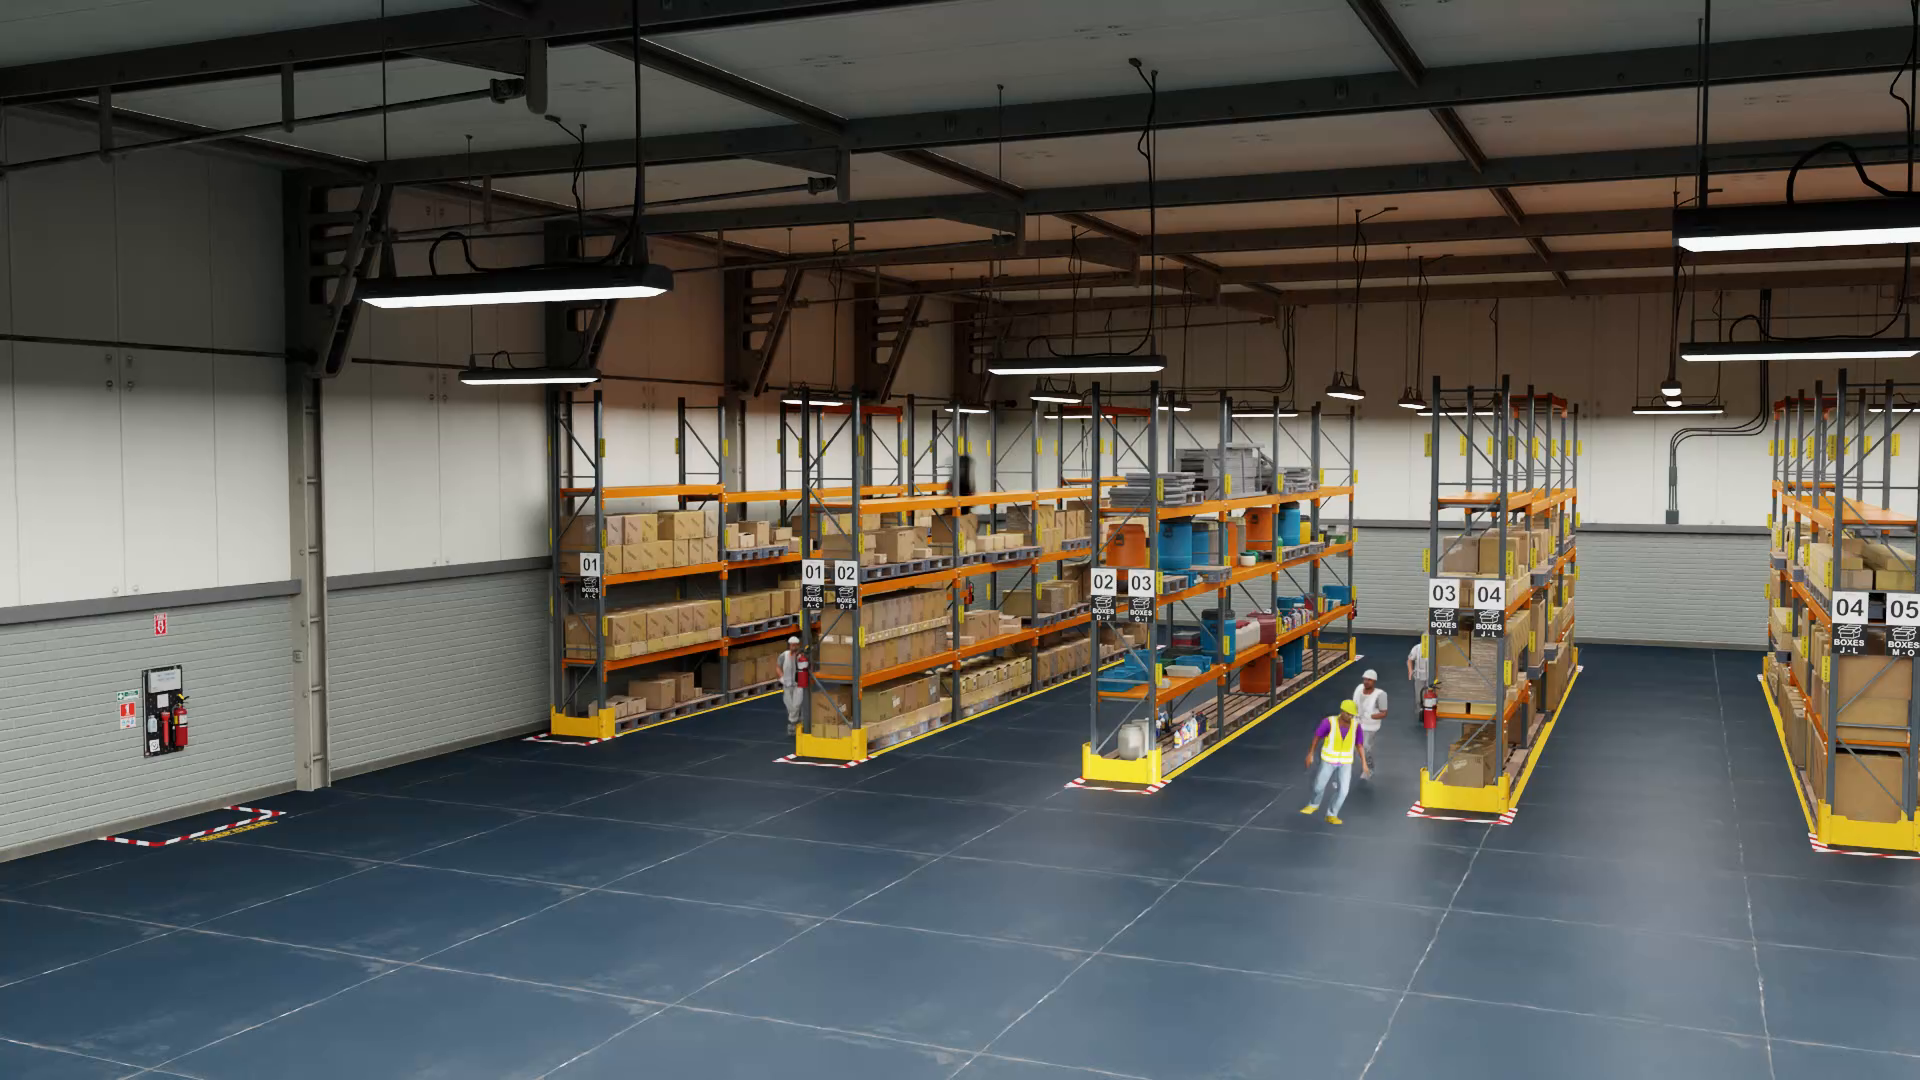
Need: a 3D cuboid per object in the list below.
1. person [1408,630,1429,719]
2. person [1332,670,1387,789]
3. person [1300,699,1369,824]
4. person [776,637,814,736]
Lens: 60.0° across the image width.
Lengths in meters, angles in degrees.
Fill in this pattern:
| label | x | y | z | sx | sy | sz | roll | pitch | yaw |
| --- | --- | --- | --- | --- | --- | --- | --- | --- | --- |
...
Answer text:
| label | x | y | z | sx | sy | sz | roll | pitch | yaw |
| --- | --- | --- | --- | --- | --- | --- | --- | --- | --- |
| person | 8.468 | 2.486 | 30.170 | 0.674 | 1.740 | 0.637 | 1 | 3 | 10 |
| person | 5.983 | 2.770 | 24.510 | 0.727 | 1.763 | 0.836 | 2 | 4 | 36 |
| person | 4.979 | 2.928 | 22.099 | 0.827 | 1.683 | 0.697 | 0 | 3 | 0 |
| person | -2.882 | 2.533 | 29.115 | 0.644 | 1.735 | 0.675 | 1 | 3 | 11 |
